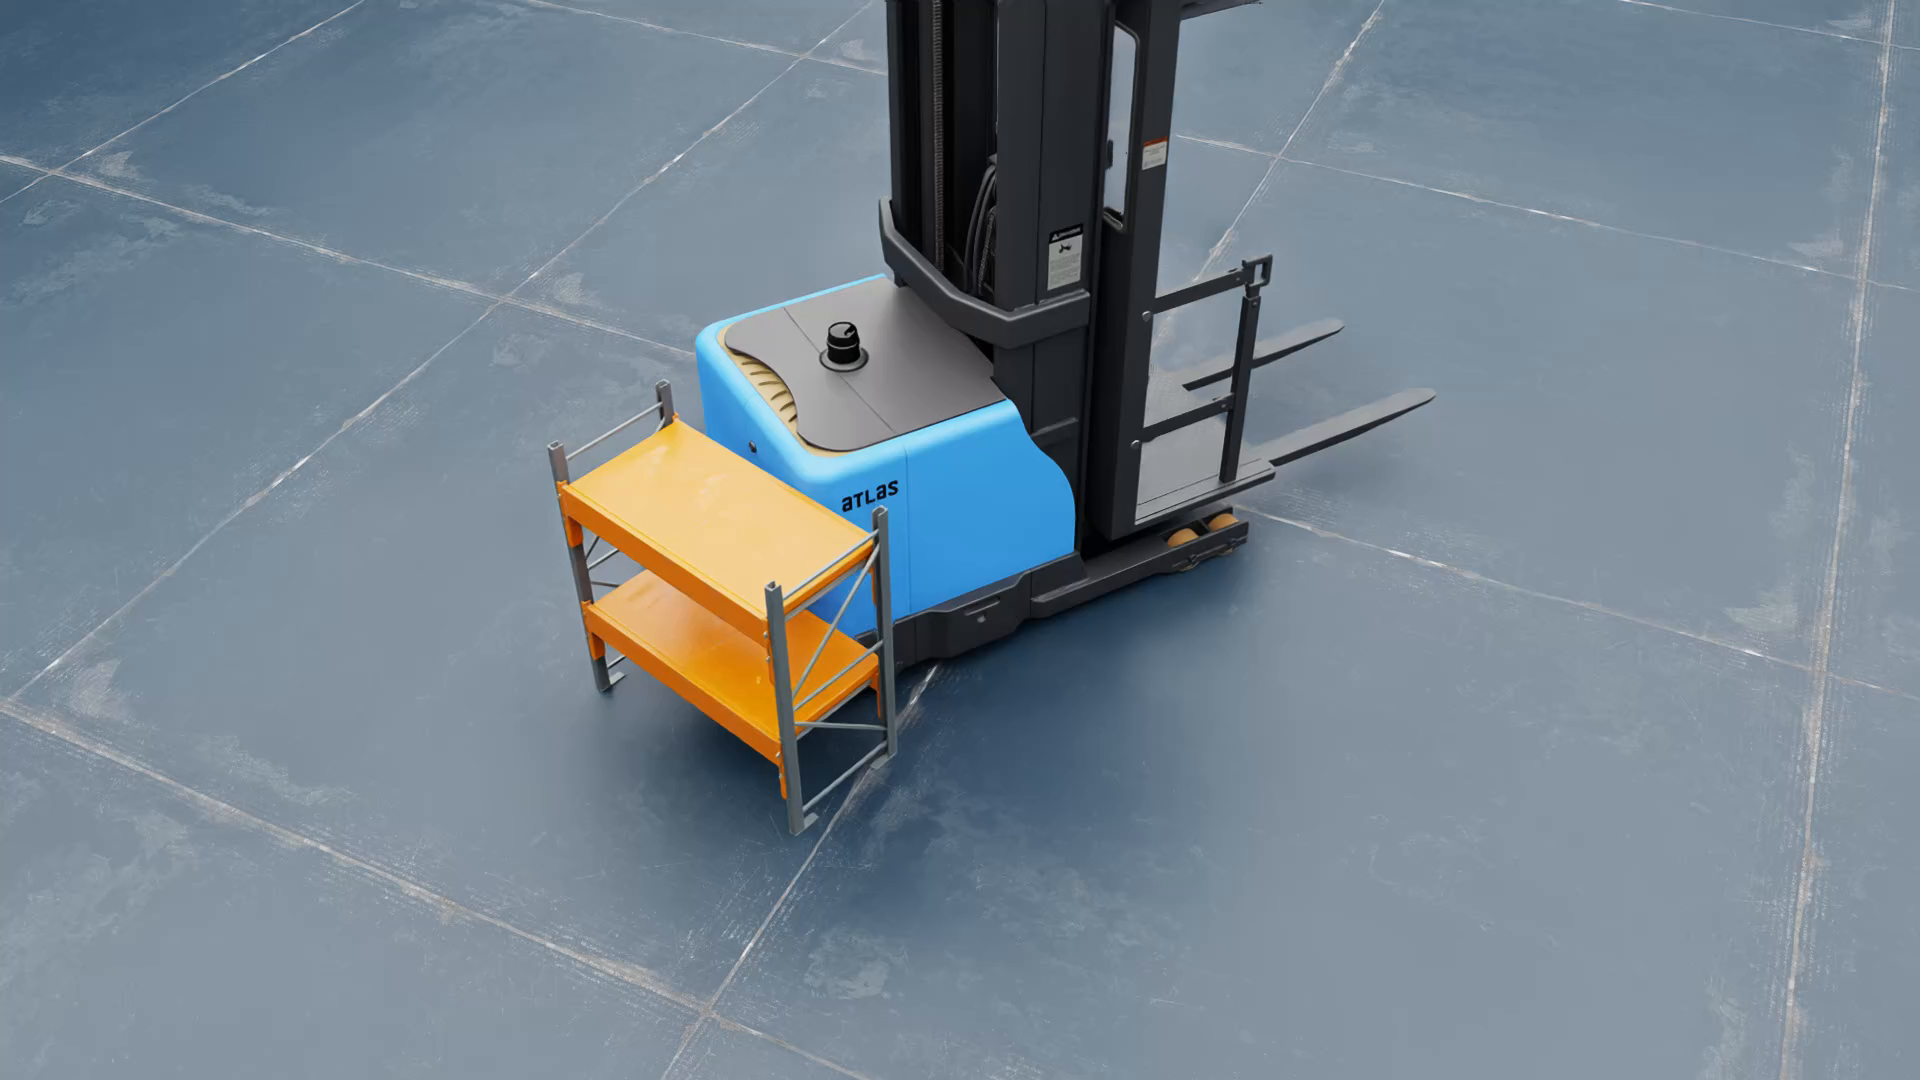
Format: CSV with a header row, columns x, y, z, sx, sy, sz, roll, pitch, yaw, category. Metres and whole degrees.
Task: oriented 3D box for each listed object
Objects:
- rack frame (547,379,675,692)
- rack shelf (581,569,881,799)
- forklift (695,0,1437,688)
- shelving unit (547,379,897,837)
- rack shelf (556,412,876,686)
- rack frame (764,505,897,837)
x,y,z,sx,sy,sz,roll,pitch,yaw,category
-1.161,0.005,5.885,0.032,1.125,0.500,30,49,30,rack frame
-0.780,0.410,5.791,1.000,0.278,0.538,30,49,30,rack shelf
0.567,-1.266,5.972,3.031,2.935,1.130,-20,45,-22,forklift
-0.780,0.225,5.631,1.048,1.125,0.538,30,49,30,shelving unit
-0.780,0.004,5.439,1.000,0.278,0.538,30,49,30,rack shelf
-0.399,0.446,5.377,0.032,1.125,0.500,30,49,30,rack frame
